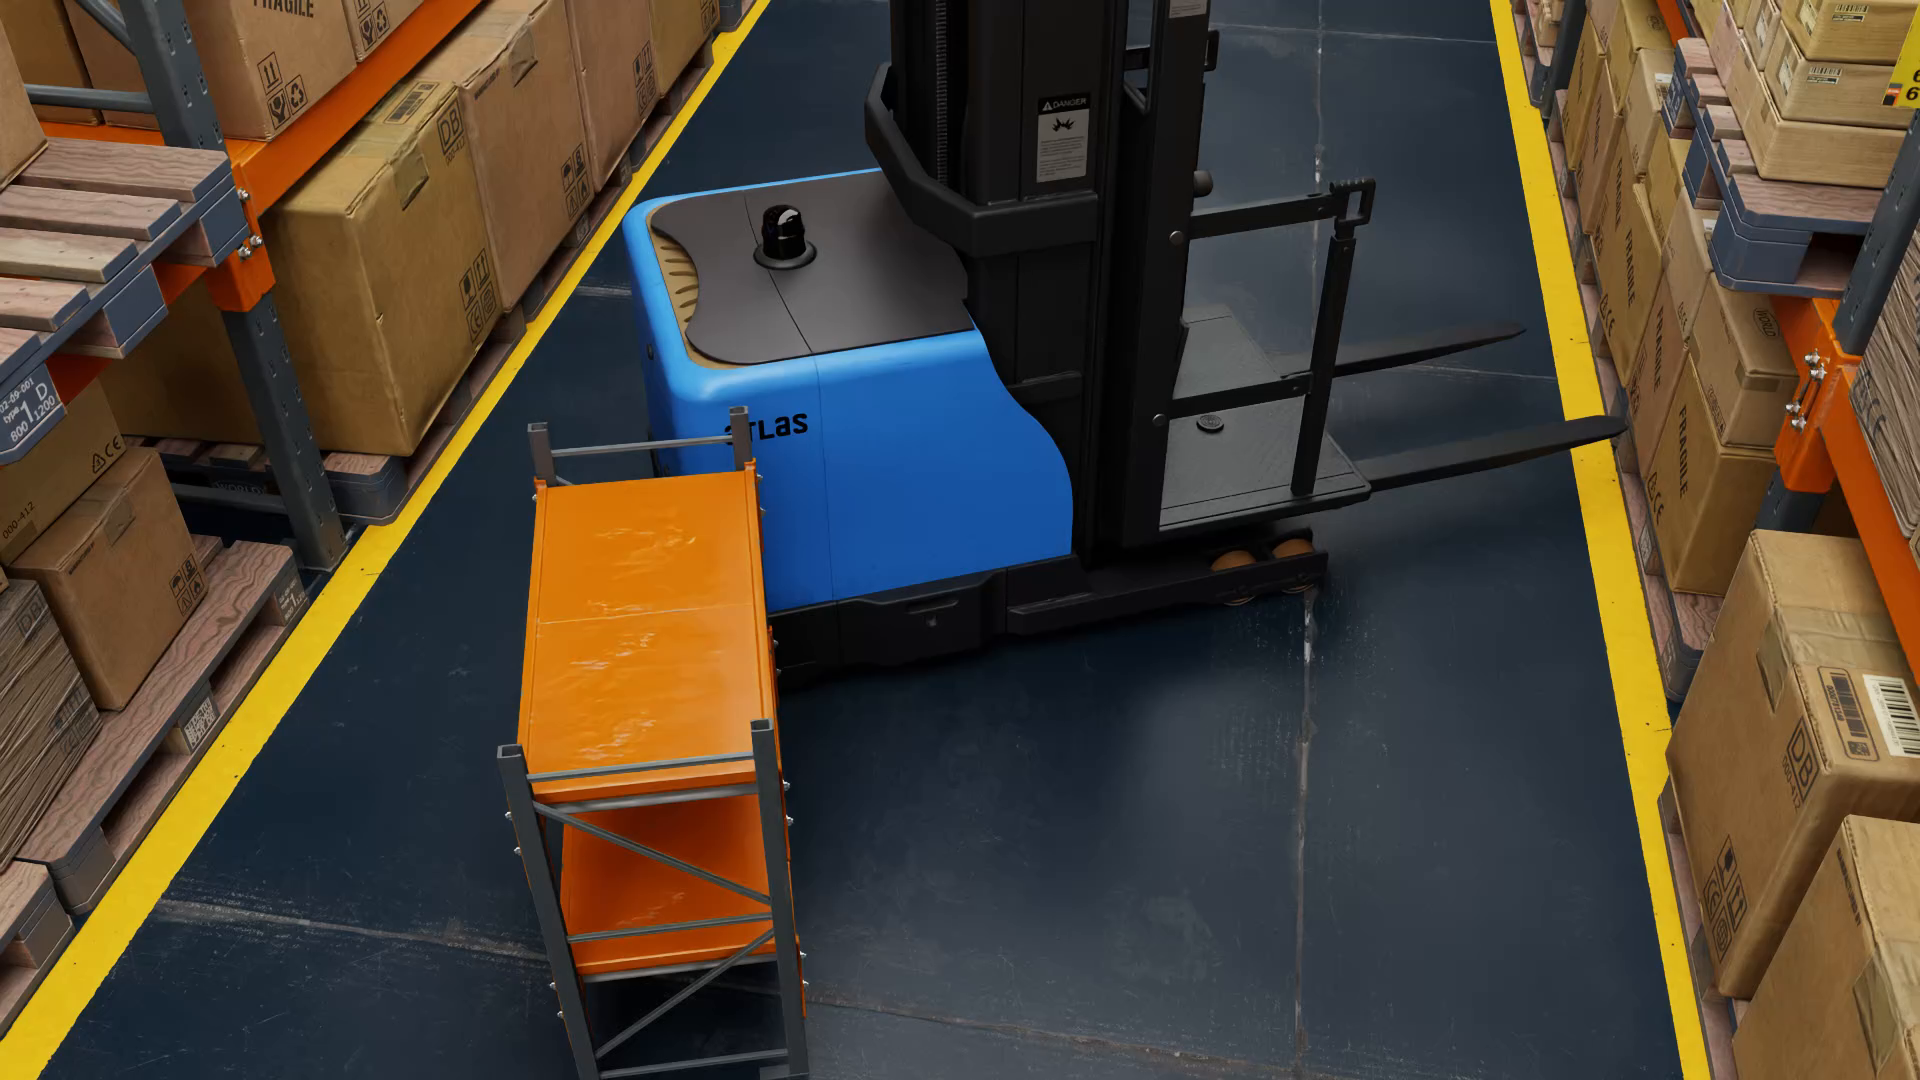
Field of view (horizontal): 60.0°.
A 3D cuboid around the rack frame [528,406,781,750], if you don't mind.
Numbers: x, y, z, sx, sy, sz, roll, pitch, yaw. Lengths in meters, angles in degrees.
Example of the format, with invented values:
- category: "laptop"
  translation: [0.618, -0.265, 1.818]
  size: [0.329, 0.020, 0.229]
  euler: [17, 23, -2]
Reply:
- category: "rack frame"
  translation: [-0.739, 0.154, 4.180]
  size: [0.500, 1.125, 0.032]
  euler: [-5, 40, -6]

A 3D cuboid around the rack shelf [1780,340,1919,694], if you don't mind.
- category: "rack shelf"
  translation: [2.107, 1.001, 2.250]
  size: [1.077, 0.370, 4.000]
  euler: [6, 40, 8]

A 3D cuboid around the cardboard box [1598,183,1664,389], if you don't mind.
- category: "cardboard box"
  translation: [2.478, -0.831, 5.534]
  size: [0.500, 0.500, 0.500]
  euler: [5, 40, 6]

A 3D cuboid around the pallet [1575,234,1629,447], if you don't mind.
- category: "pallet"
  translation: [2.803, -0.711, 5.944]
  size: [1.003, 0.211, 1.213]
  euler: [6, 40, 8]

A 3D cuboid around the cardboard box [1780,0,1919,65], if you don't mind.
- category: "cardboard box"
  translation: [2.086, -1.184, 3.729]
  size: [0.380, 0.149, 0.250]
  euler: [5, 40, 6]

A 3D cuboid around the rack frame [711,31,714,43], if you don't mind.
- category: "rack frame"
  translation: [-1.722, -3.653, 7.314]
  size: [1.000, 3.000, 0.127]
  euler: [6, 40, 8]

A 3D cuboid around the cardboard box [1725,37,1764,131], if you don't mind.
- category: "cardboard box"
  translation: [2.130, -1.113, 4.110]
  size: [0.380, 0.149, 0.250]
  euler: [6, 40, 8]

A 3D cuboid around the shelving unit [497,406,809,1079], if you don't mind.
- category: "shelving unit"
  translation: [-0.666, 0.475, 3.793]
  size: [0.538, 1.125, 1.048]
  euler: [-5, 40, -6]

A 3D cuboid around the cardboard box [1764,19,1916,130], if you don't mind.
- category: "cardboard box"
  translation: [2.090, -1.072, 3.826]
  size: [0.380, 0.149, 0.250]
  euler: [7, 40, 9]

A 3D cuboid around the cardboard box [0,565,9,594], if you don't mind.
- category: "cardboard box"
  translation: [-2.583, 0.120, 3.778]
  size: [0.500, 0.250, 0.500]
  euler: [11, 41, 13]

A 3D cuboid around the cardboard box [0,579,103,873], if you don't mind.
- category: "cardboard box"
  translation: [-2.594, 0.424, 4.000]
  size: [0.700, 0.500, 0.500]
  euler: [3, 40, 4]

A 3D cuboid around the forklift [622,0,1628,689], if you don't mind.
- category: "forklift"
  translation: [0.602, -1.245, 4.455]
  size: [3.031, 2.935, 1.130]
  euler: [-11, 41, -13]

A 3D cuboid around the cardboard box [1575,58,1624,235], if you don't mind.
- category: "cardboard box"
  translation: [2.666, -1.474, 6.311]
  size: [0.500, 0.500, 0.500]
  euler: [8, 40, 10]

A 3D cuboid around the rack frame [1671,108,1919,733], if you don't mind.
- category: "rack frame"
  translation: [2.453, -0.532, 3.539]
  size: [1.000, 3.000, 0.127]
  euler: [6, 40, 8]

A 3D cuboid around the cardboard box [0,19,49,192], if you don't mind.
- category: "cardboard box"
  translation: [-2.469, -0.999, 3.697]
  size: [0.500, 0.500, 0.500]
  euler: [2, 40, 2]

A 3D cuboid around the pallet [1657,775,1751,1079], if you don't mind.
- category: "pallet"
  translation: [2.242, 1.029, 3.839]
  size: [1.003, 0.211, 1.213]
  euler: [6, 40, 8]

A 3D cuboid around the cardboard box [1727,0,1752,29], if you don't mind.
- category: "cardboard box"
  translation: [2.178, -1.405, 4.229]
  size: [0.380, 0.149, 0.250]
  euler: [7, 40, 9]

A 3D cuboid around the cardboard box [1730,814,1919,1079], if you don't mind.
- category: "cardboard box"
  translation: [2.111, 1.095, 3.008]
  size: [1.050, 0.750, 0.750]
  euler: [7, 40, 8]

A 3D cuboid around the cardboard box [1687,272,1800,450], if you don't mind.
- category: "cardboard box"
  translation: [2.313, -0.478, 4.517]
  size: [0.500, 0.250, 0.500]
  euler: [6, 40, 7]

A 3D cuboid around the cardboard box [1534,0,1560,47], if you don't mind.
- category: "cardboard box"
  translation: [2.878, -2.389, 7.693]
  size: [0.380, 0.149, 0.250]
  euler: [7, 40, 8]

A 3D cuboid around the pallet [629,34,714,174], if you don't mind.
- category: "pallet"
  translation: [-1.782, -2.085, 7.607]
  size: [1.003, 0.211, 1.213]
  euler: [6, 40, 8]

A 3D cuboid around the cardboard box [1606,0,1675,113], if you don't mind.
- category: "cardboard box"
  translation: [2.667, -1.761, 6.069]
  size: [0.500, 0.250, 0.500]
  euler: [7, 40, 9]

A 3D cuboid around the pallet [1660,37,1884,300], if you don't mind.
- category: "pallet"
  translation: [2.471, -0.917, 4.156]
  size: [1.213, 0.211, 1.003]
  euler: [6, 40, 8]

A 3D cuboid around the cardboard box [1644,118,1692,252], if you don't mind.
- category: "cardboard box"
  translation: [2.493, -1.113, 5.286]
  size: [0.500, 0.250, 0.500]
  euler: [7, 40, 9]

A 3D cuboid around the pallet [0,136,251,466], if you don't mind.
- category: "pallet"
  translation: [-2.433, -0.609, 3.783]
  size: [1.213, 0.211, 1.003]
  euler: [6, 40, 8]

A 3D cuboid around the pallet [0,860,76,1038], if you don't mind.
- category: "pallet"
  translation: [-2.765, 1.186, 3.650]
  size: [1.003, 0.211, 1.213]
  euler: [6, 40, 8]

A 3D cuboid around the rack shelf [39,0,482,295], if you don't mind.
- category: "rack shelf"
  translation: [-2.068, -2.120, 6.025]
  size: [1.077, 0.370, 4.000]
  euler: [6, 40, 8]

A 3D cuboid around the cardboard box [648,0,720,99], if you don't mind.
- category: "cardboard box"
  translation: [-1.813, -2.592, 7.369]
  size: [1.225, 0.875, 0.875]
  euler: [7, 40, 8]

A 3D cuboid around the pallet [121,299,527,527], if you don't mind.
- category: "pallet"
  translation: [-2.204, -0.554, 5.754]
  size: [1.003, 0.211, 1.213]
  euler: [6, 40, 8]

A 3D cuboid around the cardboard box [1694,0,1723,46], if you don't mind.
- category: "cardboard box"
  translation: [2.221, -1.430, 4.494]
  size: [0.380, 0.149, 0.250]
  euler: [6, 40, 7]

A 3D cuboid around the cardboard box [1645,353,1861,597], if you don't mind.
- category: "cardboard box"
  translation: [2.309, -0.172, 4.736]
  size: [0.500, 0.500, 0.500]
  euler: [6, 40, 7]

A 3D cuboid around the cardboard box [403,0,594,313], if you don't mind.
- category: "cardboard box"
  translation: [-2.113, -1.475, 6.017]
  size: [1.225, 0.875, 0.875]
  euler: [7, 40, 8]

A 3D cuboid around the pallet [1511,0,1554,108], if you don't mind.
- category: "pallet"
  translation: [3.227, -2.393, 7.979]
  size: [1.003, 0.211, 1.213]
  euler: [6, 40, 8]

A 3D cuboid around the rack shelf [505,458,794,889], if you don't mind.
- category: "rack shelf"
  translation: [-0.666, 0.249, 3.606]
  size: [0.538, 0.278, 1.000]
  euler: [-5, 40, -6]

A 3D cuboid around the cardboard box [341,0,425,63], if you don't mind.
- category: "cardboard box"
  translation: [-1.976, -1.780, 4.970]
  size: [0.500, 0.500, 0.500]
  euler: [5, 40, 6]

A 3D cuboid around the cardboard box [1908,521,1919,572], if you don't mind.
- category: "cardboard box"
  translation: [2.024, 0.001, 2.816]
  size: [0.500, 0.500, 0.500]
  euler: [6, 40, 7]
